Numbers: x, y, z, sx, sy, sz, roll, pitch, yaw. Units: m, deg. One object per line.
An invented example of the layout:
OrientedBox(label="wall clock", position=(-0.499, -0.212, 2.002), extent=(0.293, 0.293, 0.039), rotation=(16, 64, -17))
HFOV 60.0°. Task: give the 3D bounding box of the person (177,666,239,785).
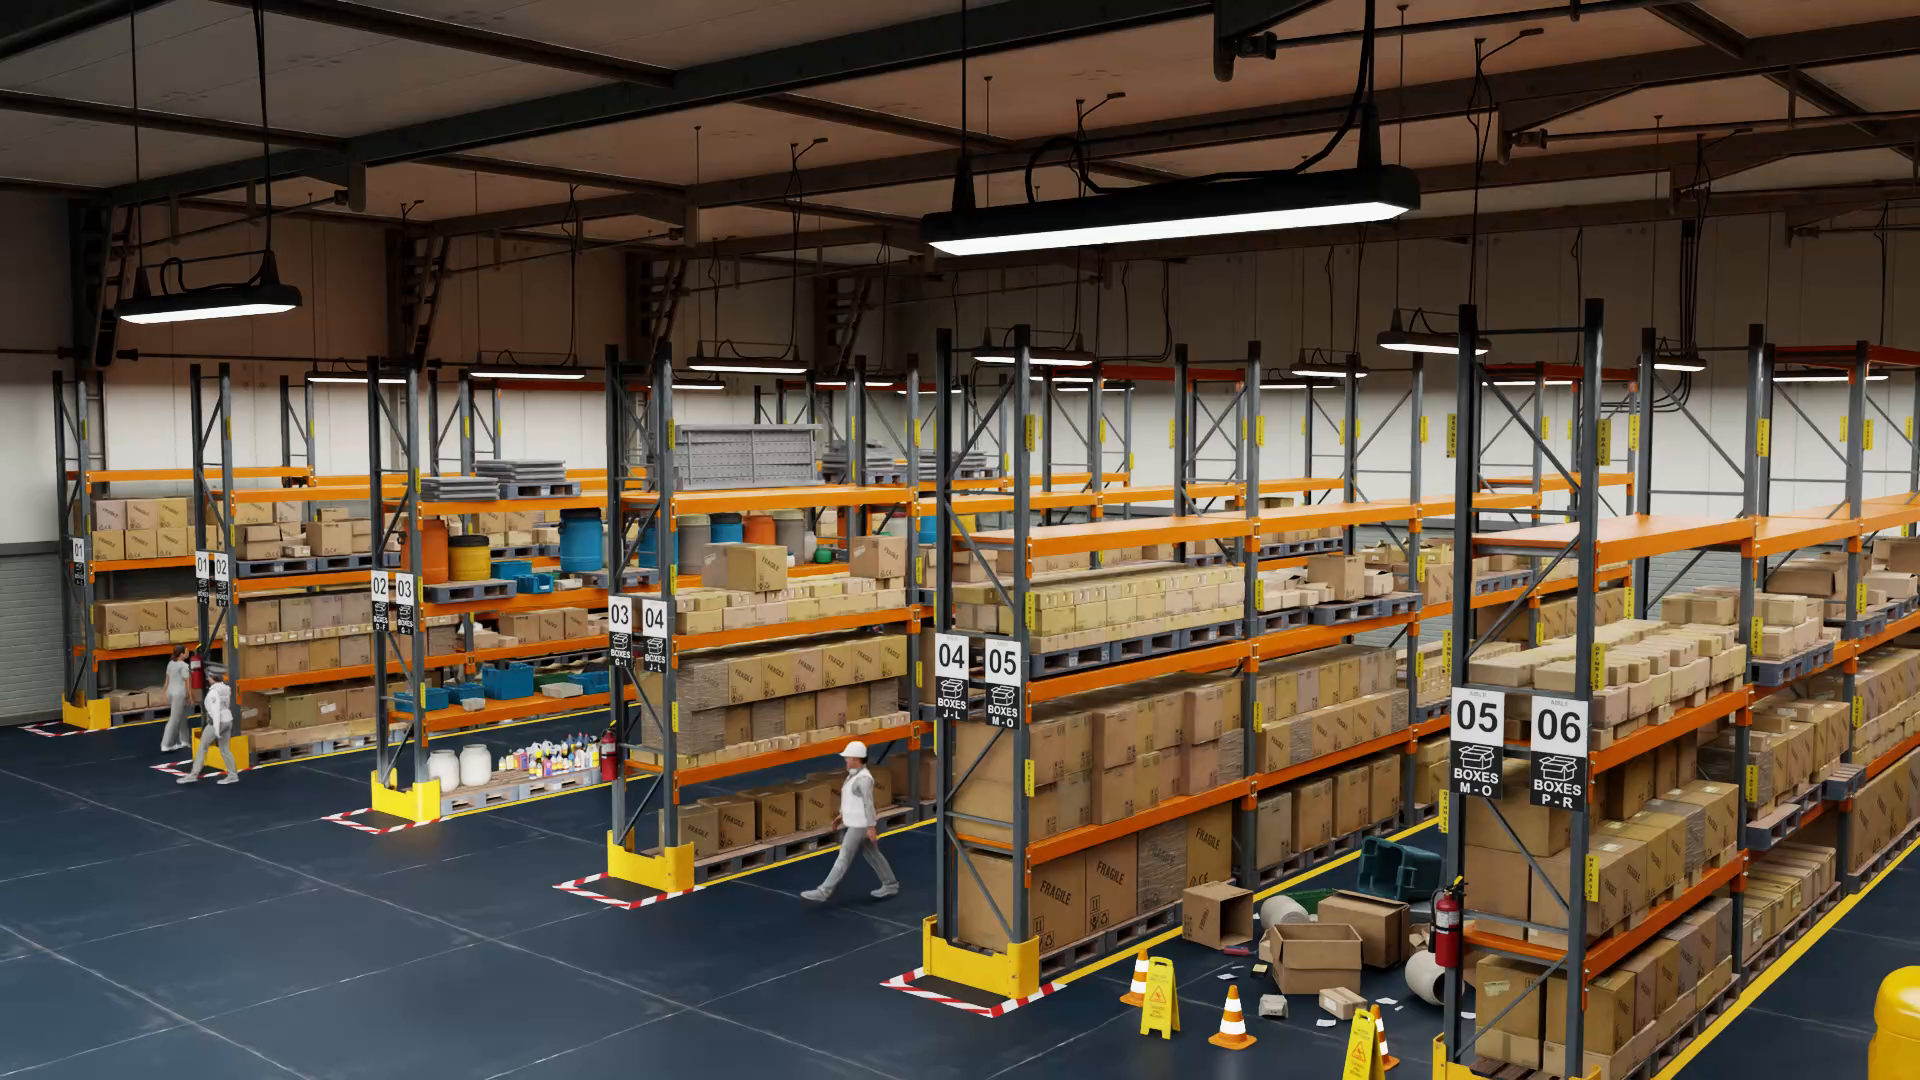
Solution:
OrientedBox(label="person", position=(-10.632, 2.633, 23.583), extent=(0.755, 1.657, 0.580), rotation=(1, 4, 9))

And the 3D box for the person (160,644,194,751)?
OrientedBox(label="person", position=(-12.222, 2.478, 26.018), extent=(0.491, 1.697, 0.683), rotation=(2, 5, 26))

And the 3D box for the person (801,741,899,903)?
OrientedBox(label="person", position=(-1.178, 3.002, 17.796), extent=(1.076, 1.709, 0.564), rotation=(-1, 4, -8))

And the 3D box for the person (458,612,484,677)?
OrientedBox(label="person", position=(-8.897, 2.111, 30.448), extent=(0.626, 1.742, 0.659), rotation=(2, 5, 26))
